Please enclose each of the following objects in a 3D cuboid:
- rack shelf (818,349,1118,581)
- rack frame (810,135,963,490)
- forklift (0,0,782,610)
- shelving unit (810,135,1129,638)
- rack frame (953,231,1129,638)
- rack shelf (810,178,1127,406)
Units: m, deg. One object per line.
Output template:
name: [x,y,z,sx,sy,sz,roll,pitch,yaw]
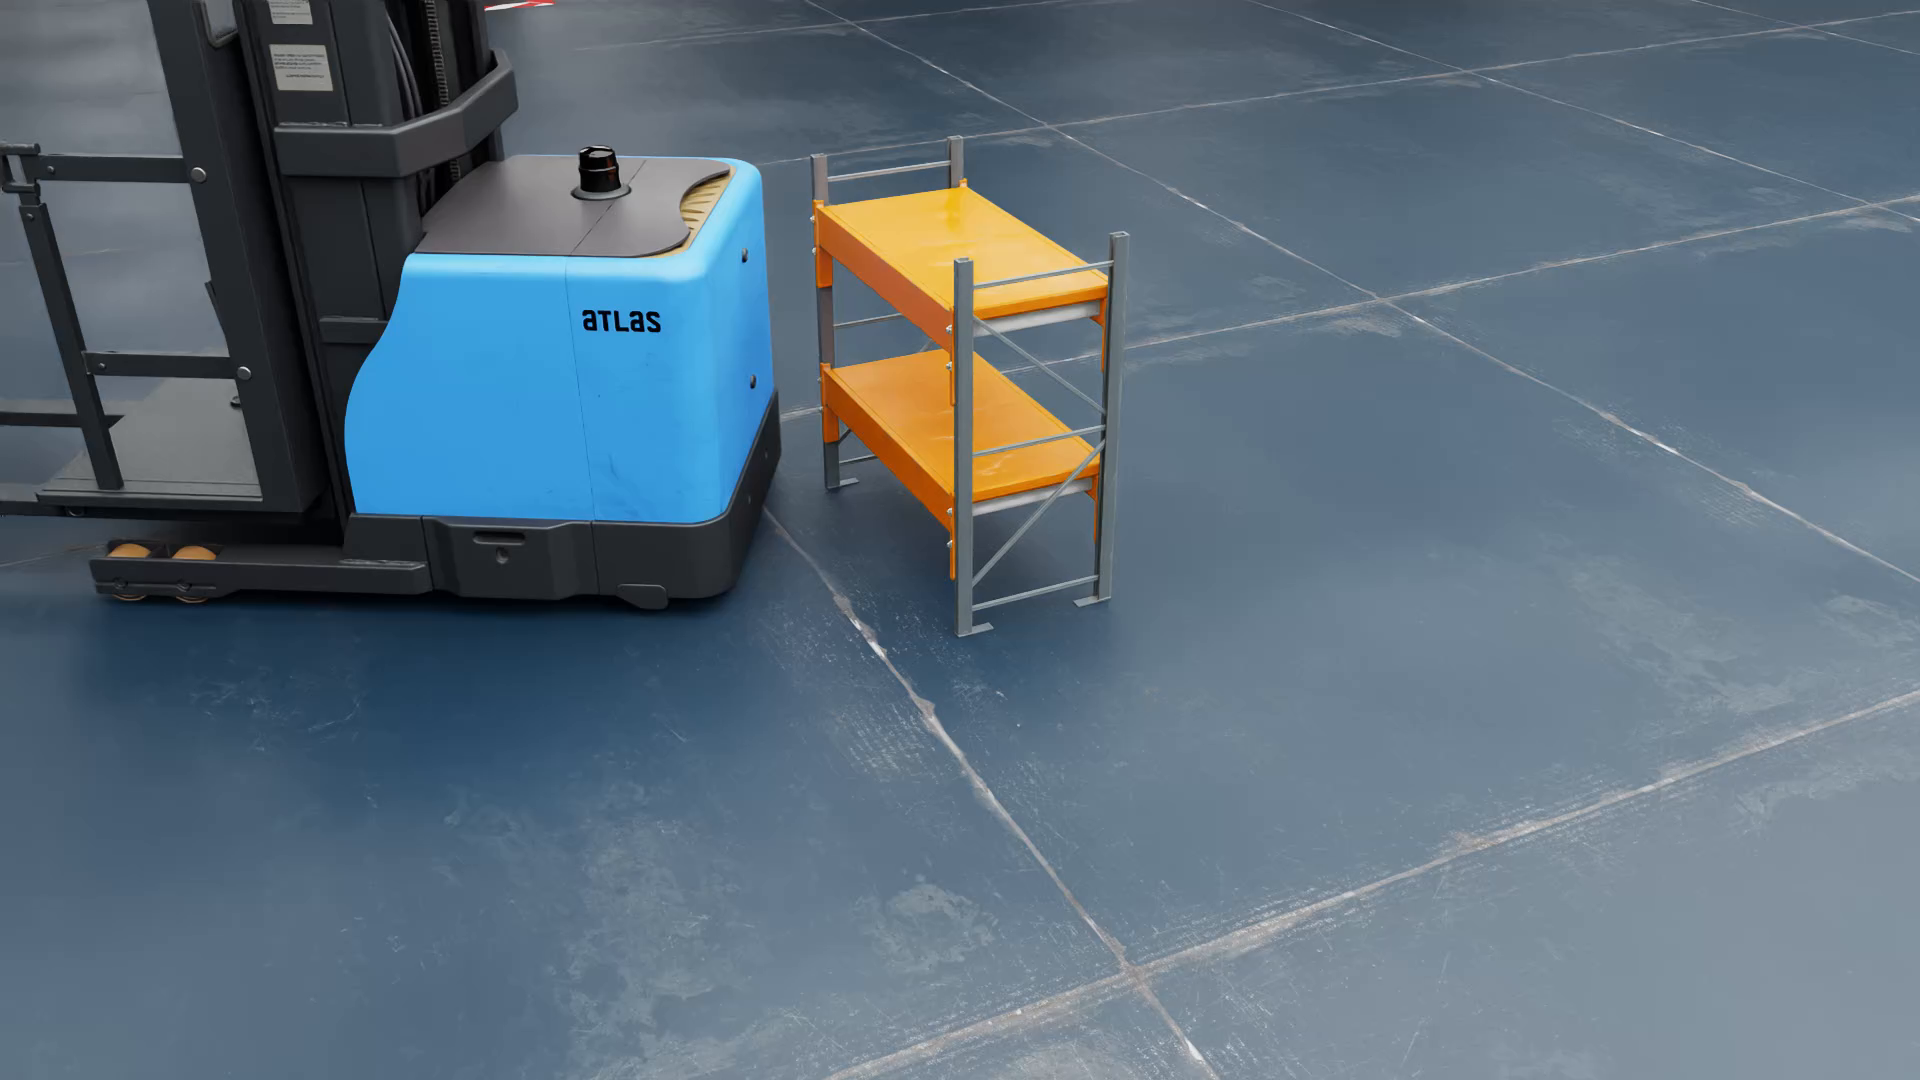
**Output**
rack shelf: [-0.003,-0.280,5.100,0.538,0.278,1.000,-13,32,-22]
rack frame: [-0.221,-0.718,5.381,0.500,1.125,0.032,-13,32,-22]
forklift: [-2.143,-1.347,4.656,3.031,2.935,1.130,2,29,3]
shelving unit: [-0.003,-0.494,4.980,0.538,1.125,1.048,-13,32,-22]
rack frame: [0.215,-0.269,4.580,0.500,1.125,0.032,-13,32,-22]
rack shelf: [-0.003,-0.749,4.837,0.538,0.278,1.000,-13,32,-22]
